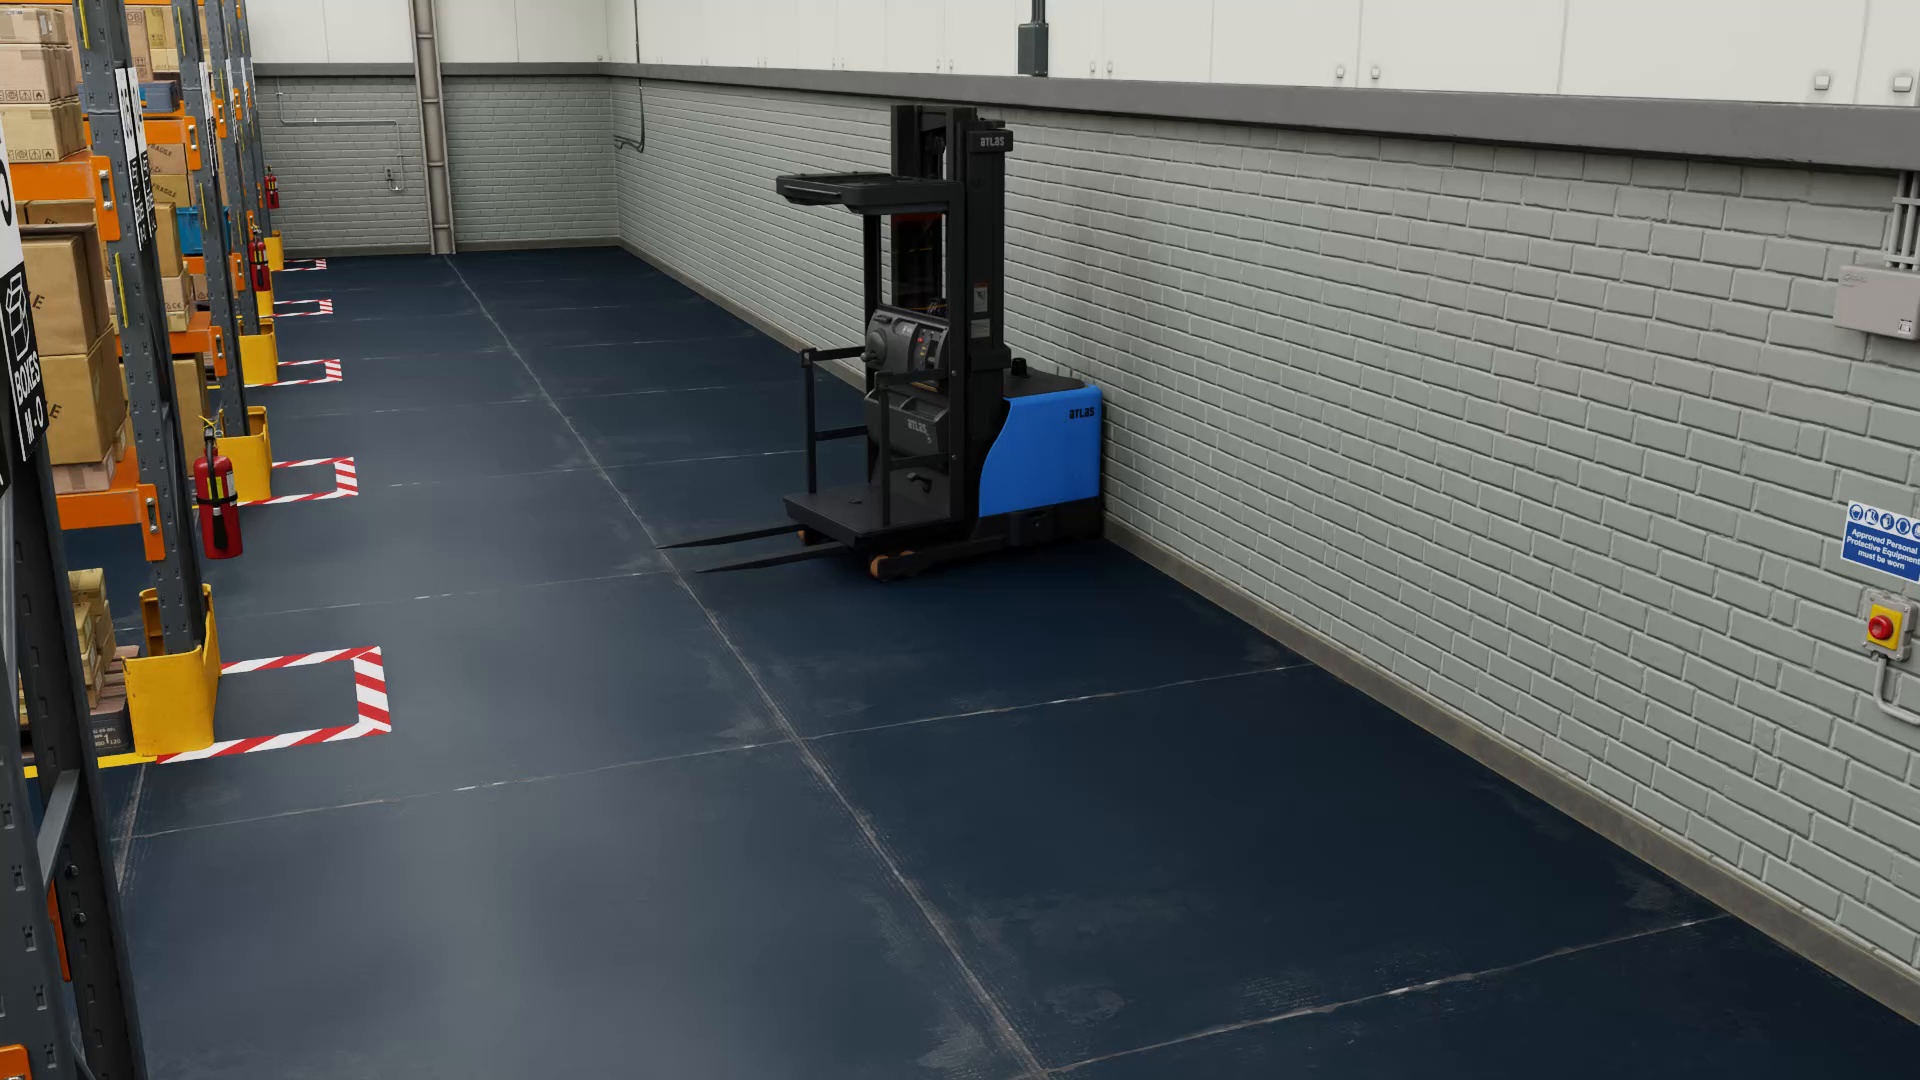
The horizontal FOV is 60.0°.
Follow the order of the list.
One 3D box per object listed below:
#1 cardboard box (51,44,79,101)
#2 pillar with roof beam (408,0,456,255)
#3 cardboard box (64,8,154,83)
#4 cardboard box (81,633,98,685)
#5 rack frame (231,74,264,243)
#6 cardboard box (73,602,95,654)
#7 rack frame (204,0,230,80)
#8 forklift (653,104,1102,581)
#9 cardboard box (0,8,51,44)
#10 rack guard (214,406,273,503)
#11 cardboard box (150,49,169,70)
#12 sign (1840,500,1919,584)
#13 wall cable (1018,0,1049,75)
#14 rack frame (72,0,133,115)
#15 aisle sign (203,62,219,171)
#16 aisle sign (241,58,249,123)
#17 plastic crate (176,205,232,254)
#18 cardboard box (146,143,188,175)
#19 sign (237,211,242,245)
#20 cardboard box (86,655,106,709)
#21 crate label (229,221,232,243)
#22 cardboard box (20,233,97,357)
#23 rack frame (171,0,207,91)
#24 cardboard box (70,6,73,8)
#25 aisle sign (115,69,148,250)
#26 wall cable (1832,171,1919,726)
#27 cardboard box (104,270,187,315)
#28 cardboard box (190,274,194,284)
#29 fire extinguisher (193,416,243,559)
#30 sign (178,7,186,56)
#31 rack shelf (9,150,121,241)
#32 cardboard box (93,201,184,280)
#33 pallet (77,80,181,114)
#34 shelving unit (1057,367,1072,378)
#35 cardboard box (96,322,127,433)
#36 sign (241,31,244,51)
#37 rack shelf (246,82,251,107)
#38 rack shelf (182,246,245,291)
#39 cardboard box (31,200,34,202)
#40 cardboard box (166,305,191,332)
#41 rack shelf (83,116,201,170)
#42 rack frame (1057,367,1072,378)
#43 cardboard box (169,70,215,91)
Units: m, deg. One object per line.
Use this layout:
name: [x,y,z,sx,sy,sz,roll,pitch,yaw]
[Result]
cardboard box: [-4.464,-2.194,7.803,0.500,0.250,0.500,-6,17,-19]
pillar with roof beam: [-7.197,-8.035,22.988,0.400,9.000,9.100,-6,17,-20]
cardboard box: [-6.098,-3.550,11.938,0.500,0.500,0.700,-7,18,-23]
cardboard box: [-4.342,0.588,8.060,0.250,0.149,0.380,-7,18,-22]
rack frame: [-9.173,-4.486,21.551,0.127,3.000,1.000,-6,17,-20]
cardboard box: [-4.355,0.437,8.046,0.250,0.149,0.380,-6,17,-19]
rack frame: [-7.404,-6.061,16.267,0.127,3.000,1.000,-6,17,-20]
forklift: [-0.526,-1.309,10.855,3.031,2.935,1.130,-10,19,-32]
cardboard box: [-4.157,-2.252,7.290,0.250,0.149,0.380,-6,18,-21]
rack guard: [-5.609,-0.682,13.035,0.348,0.500,1.175,-6,17,-20]
cardboard box: [-10.028,-5.924,20.503,0.500,0.250,0.500,-6,17,-20]
sign: [3.211,0.005,5.779,0.001,0.218,0.327,-6,17,-20]
wall cable: [0.882,-5.965,10.229,0.120,5.999,2.277,-6,17,-20]
rack frame: [-3.951,-3.443,7.351,0.127,3.000,1.000,-6,17,-20]
aisle sign: [-5.672,-3.213,12.602,0.004,0.787,0.394,-6,17,-20]
aisle sign: [-9.000,-5.660,20.934,0.004,0.787,0.394,-6,17,-20]
plastic crate: [-7.650,-3.145,16.816,0.499,0.435,0.616,-6,17,-20]
cardboard box: [-9.962,-4.845,20.823,0.500,0.500,0.500,-6,17,-19]
sign: [-7.192,-3.118,16.602,0.005,0.325,0.100,-6,17,-20]
cardboard box: [-4.368,0.710,8.171,0.250,0.149,0.380,-6,17,-19]
crate label: [-7.752,-3.193,17.337,0.303,0.233,0.416,-6,17,-20]
cardboard box: [-4.290,-1.123,7.619,0.500,0.500,0.500,-7,18,-21]
rack frame: [-5.632,-4.758,11.829,0.127,3.000,1.000,-6,17,-20]
cardboard box: [-10.573,-6.290,20.419,0.500,0.500,0.700,-6,17,-20]
aisle sign: [-3.776,-1.740,7.586,0.004,0.787,0.394,-6,17,-20]
wall cable: [3.171,-0.349,5.605,0.123,1.953,0.585,-6,17,-20]
cardboard box: [-5.989,-1.831,12.249,0.500,0.250,0.500,-6,18,-21]
cardboard box: [-10.249,-3.347,21.773,0.500,0.250,0.500,-6,17,-20]
fire extinguisher: [-3.551,-0.252,7.932,0.183,0.674,0.296,-6,17,-20]
sign: [-5.451,-3.561,11.647,0.005,0.325,0.100,-6,17,-20]
rack shelf: [-5.819,-1.457,7.188,4.000,0.370,1.077,-6,17,-20]
cardboard box: [-5.993,-2.192,12.145,0.500,0.500,0.500,-6,17,-19]
pallet: [-6.321,-3.199,12.000,1.213,0.211,1.003,-6,17,-20]
shelving unit: [0.812,-0.622,11.801,0.189,1.200,0.258,-3,11,-21]
cardboard box: [-4.470,-0.782,8.233,0.500,0.500,0.500,-5,17,-17]
sign: [-10.768,-7.471,24.961,0.005,0.325,0.100,-6,17,-20]
rack shelf: [-12.817,-6.682,24.980,4.000,0.370,1.077,-6,17,-20]
rack shelf: [-9.272,-2.636,16.527,4.000,0.370,1.077,-6,17,-20]
cardboard box: [-11.390,-4.213,20.443,0.500,0.500,0.500,-6,17,-20]
cardboard box: [-5.847,-1.636,12.293,0.250,0.149,0.380,-6,17,-19]
rack shelf: [-7.499,-2.772,11.666,4.000,0.370,1.077,-6,17,-20]
rack frame: [0.727,-0.617,11.768,0.006,1.200,0.240,-3,11,-21]
cardboard box: [-9.558,-5.732,20.737,0.500,0.250,0.500,-6,17,-20]
